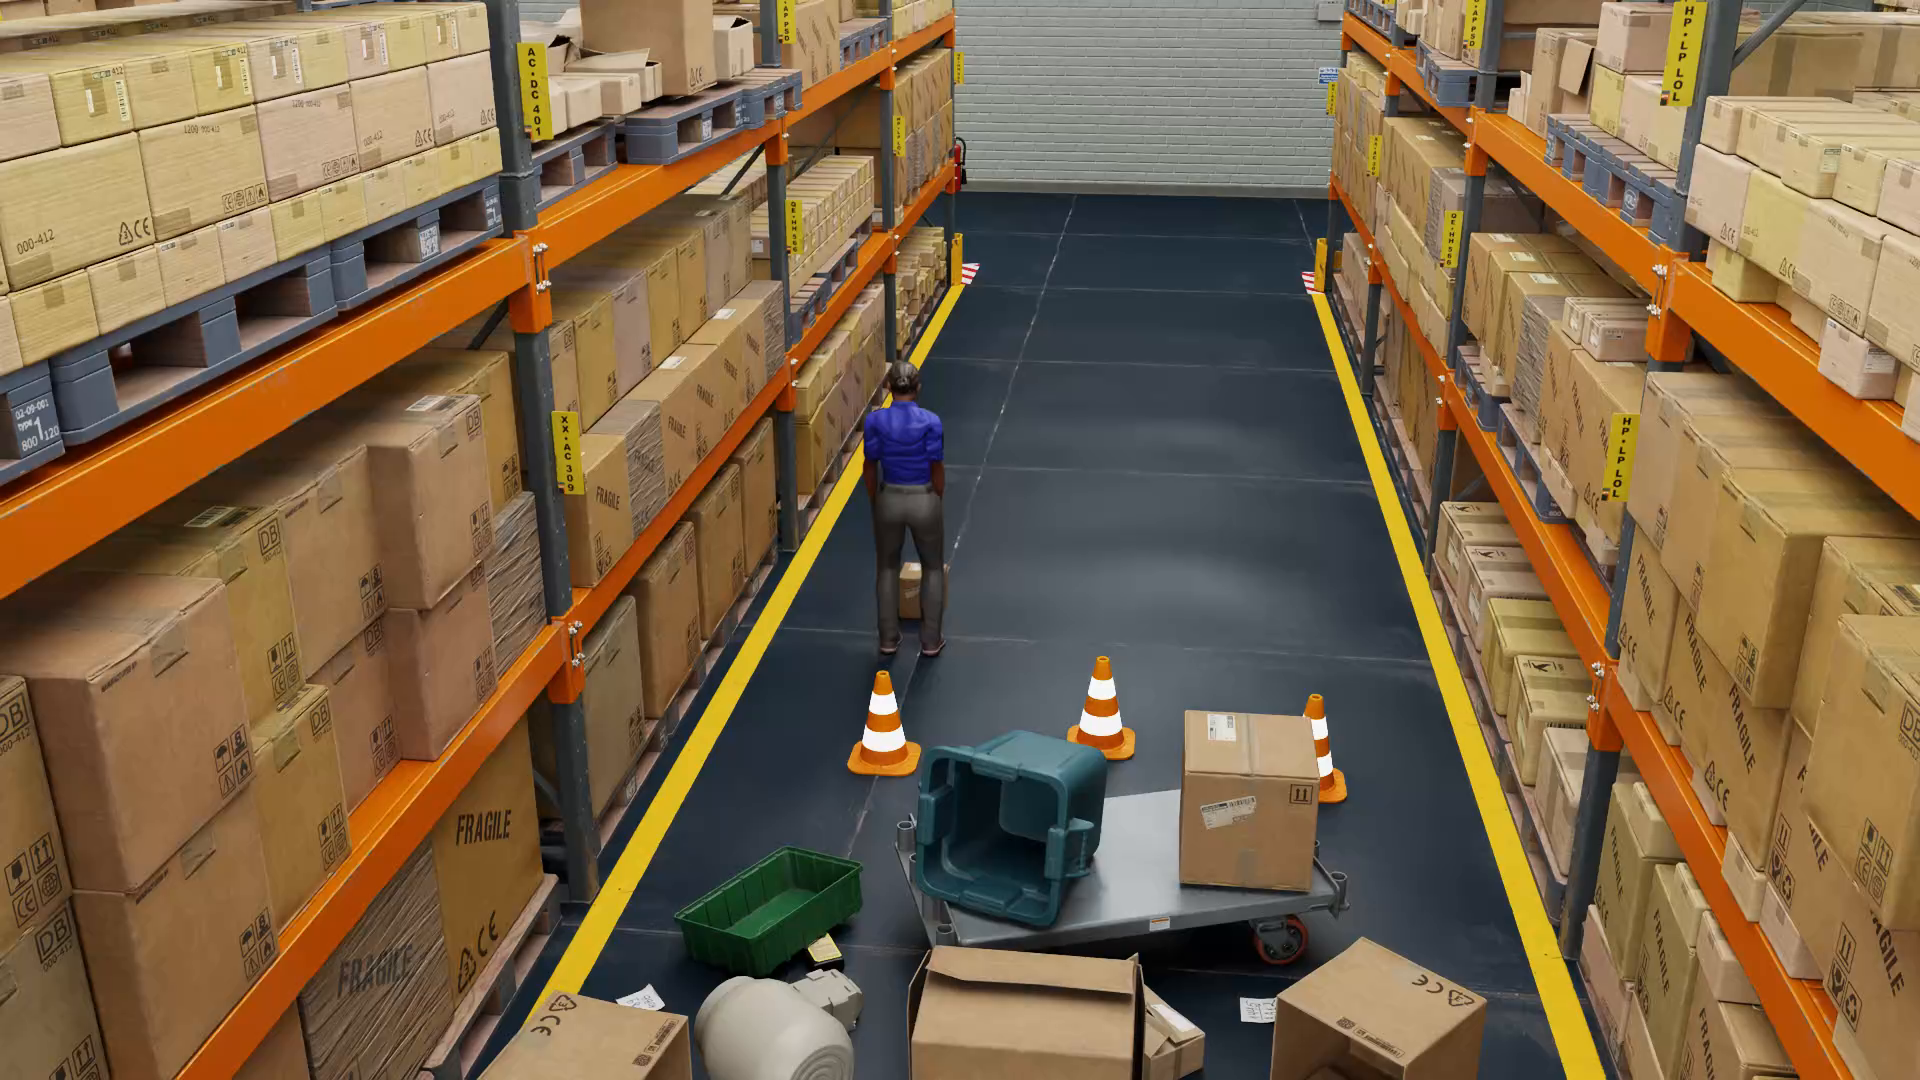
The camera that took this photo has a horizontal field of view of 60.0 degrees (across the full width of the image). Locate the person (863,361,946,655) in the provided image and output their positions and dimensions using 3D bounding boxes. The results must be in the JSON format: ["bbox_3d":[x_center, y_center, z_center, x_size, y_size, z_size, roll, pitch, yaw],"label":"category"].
[{"bbox_3d":[-0.305,-0.158,9.050,0.447,1.631,0.337,3,21,7],"label":"person"}]
